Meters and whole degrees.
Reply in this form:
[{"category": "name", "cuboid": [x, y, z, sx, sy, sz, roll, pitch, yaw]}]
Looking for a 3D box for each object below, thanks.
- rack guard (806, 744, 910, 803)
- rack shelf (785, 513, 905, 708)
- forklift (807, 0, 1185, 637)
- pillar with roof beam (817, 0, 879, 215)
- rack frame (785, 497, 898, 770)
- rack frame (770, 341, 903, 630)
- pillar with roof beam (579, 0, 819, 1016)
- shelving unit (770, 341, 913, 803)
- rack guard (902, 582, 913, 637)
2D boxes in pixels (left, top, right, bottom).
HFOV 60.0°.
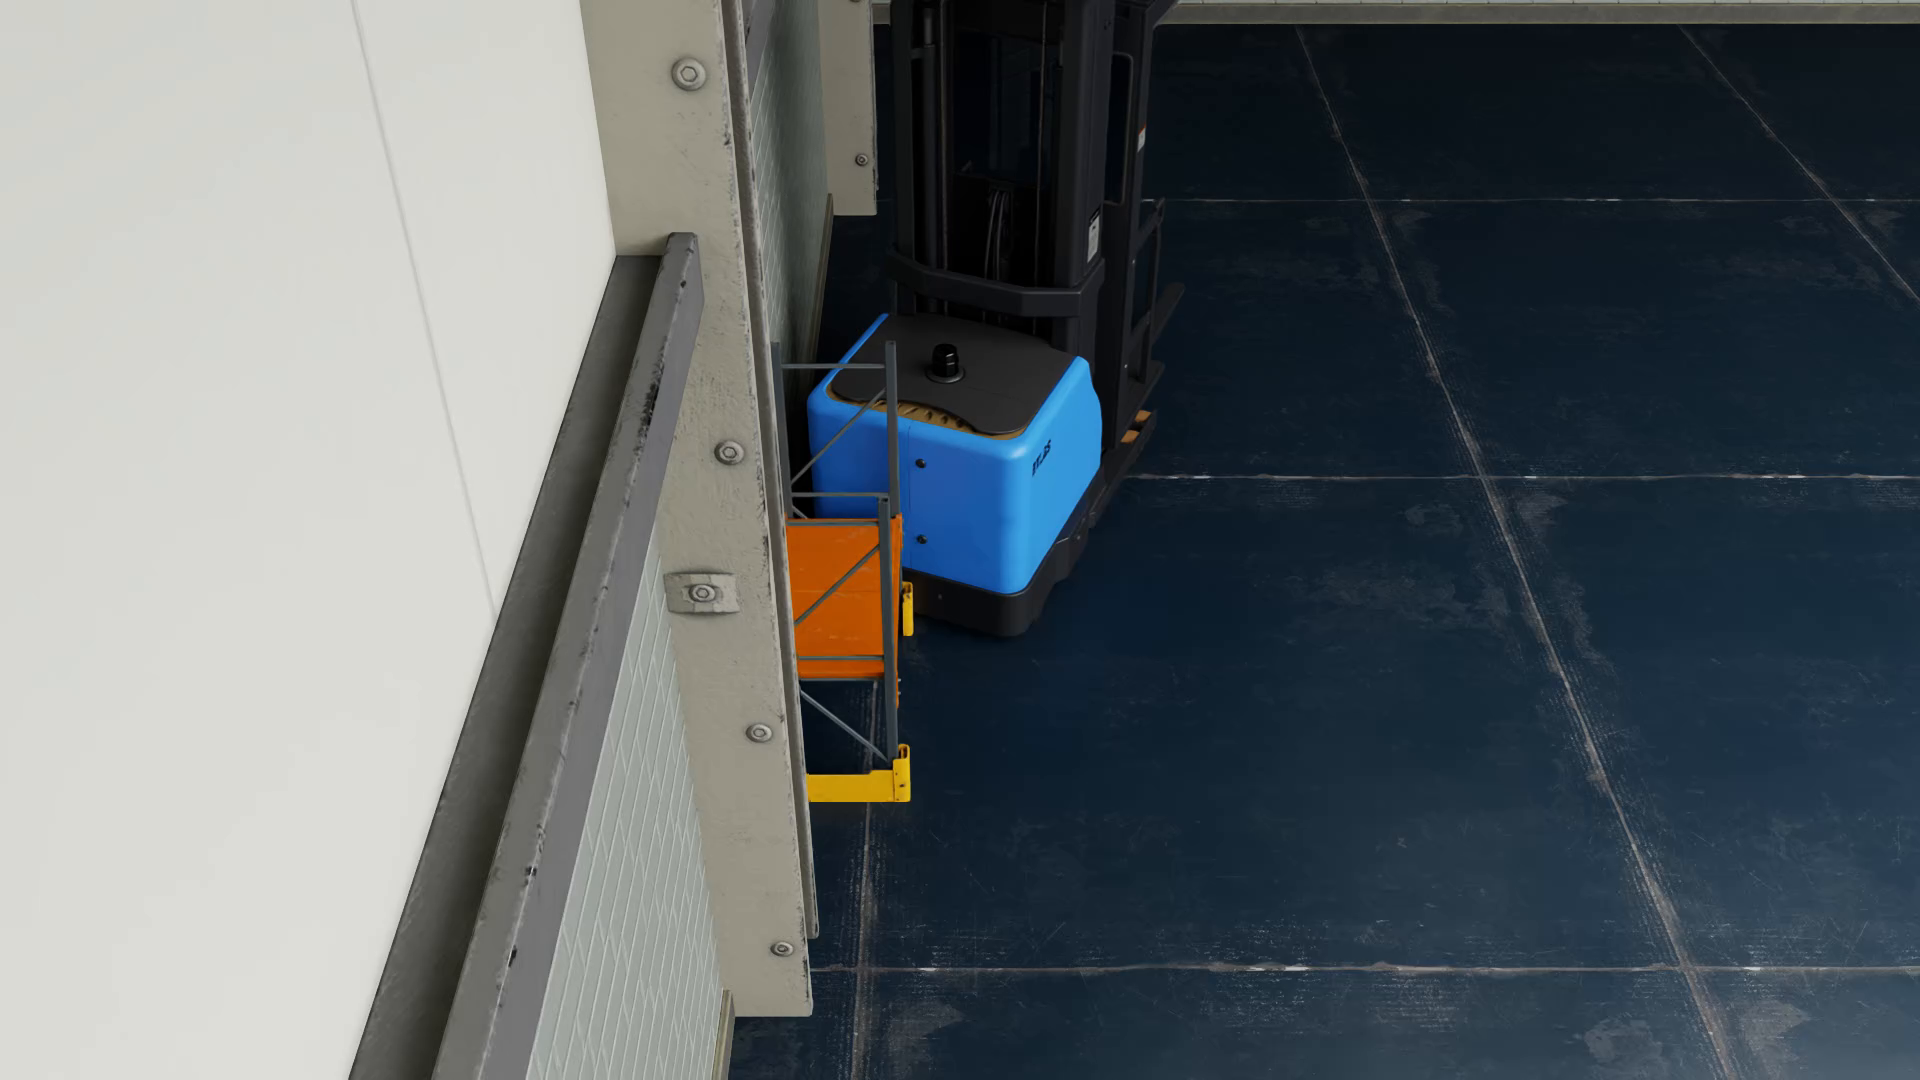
[{"category": "rack guard", "cuboid": [-0.494, 0.933, 6.631, 0.587, 0.250, 0.087, 0, 39, 0]}, {"category": "rack shelf", "cuboid": [-0.499, 0.269, 6.748, 0.538, 0.185, 1.000, 0, 39, 0]}, {"category": "forklift", "cuboid": [0.375, -1.636, 7.694, 1.130, 2.935, 3.031, 15, 41, 18]}, {"category": "pillar with roof beam", "cuboid": [3.618, -5.704, 7.918, 9.100, 9.000, 0.400, 0, 39, 0]}, {"category": "rack frame", "cuboid": [-0.494, 0.447, 6.239, 0.500, 1.500, 0.032, 0, 39, 0]}, {"category": "rack frame", "cuboid": [-0.504, -0.189, 7.032, 0.500, 1.500, 0.032, 0, 39, 0]}, {"category": "pillar with roof beam", "cuboid": [3.625, -1.952, 3.236, 9.100, 9.000, 0.400, 0, 39, 0]}, {"category": "shelving unit", "cuboid": [-0.499, 0.134, 6.629, 0.587, 1.500, 1.083, 0, 39, 0]}, {"category": "rack guard", "cuboid": [-0.504, 0.311, 7.408, 0.587, 0.250, 0.087, 0, 39, 0]}]
